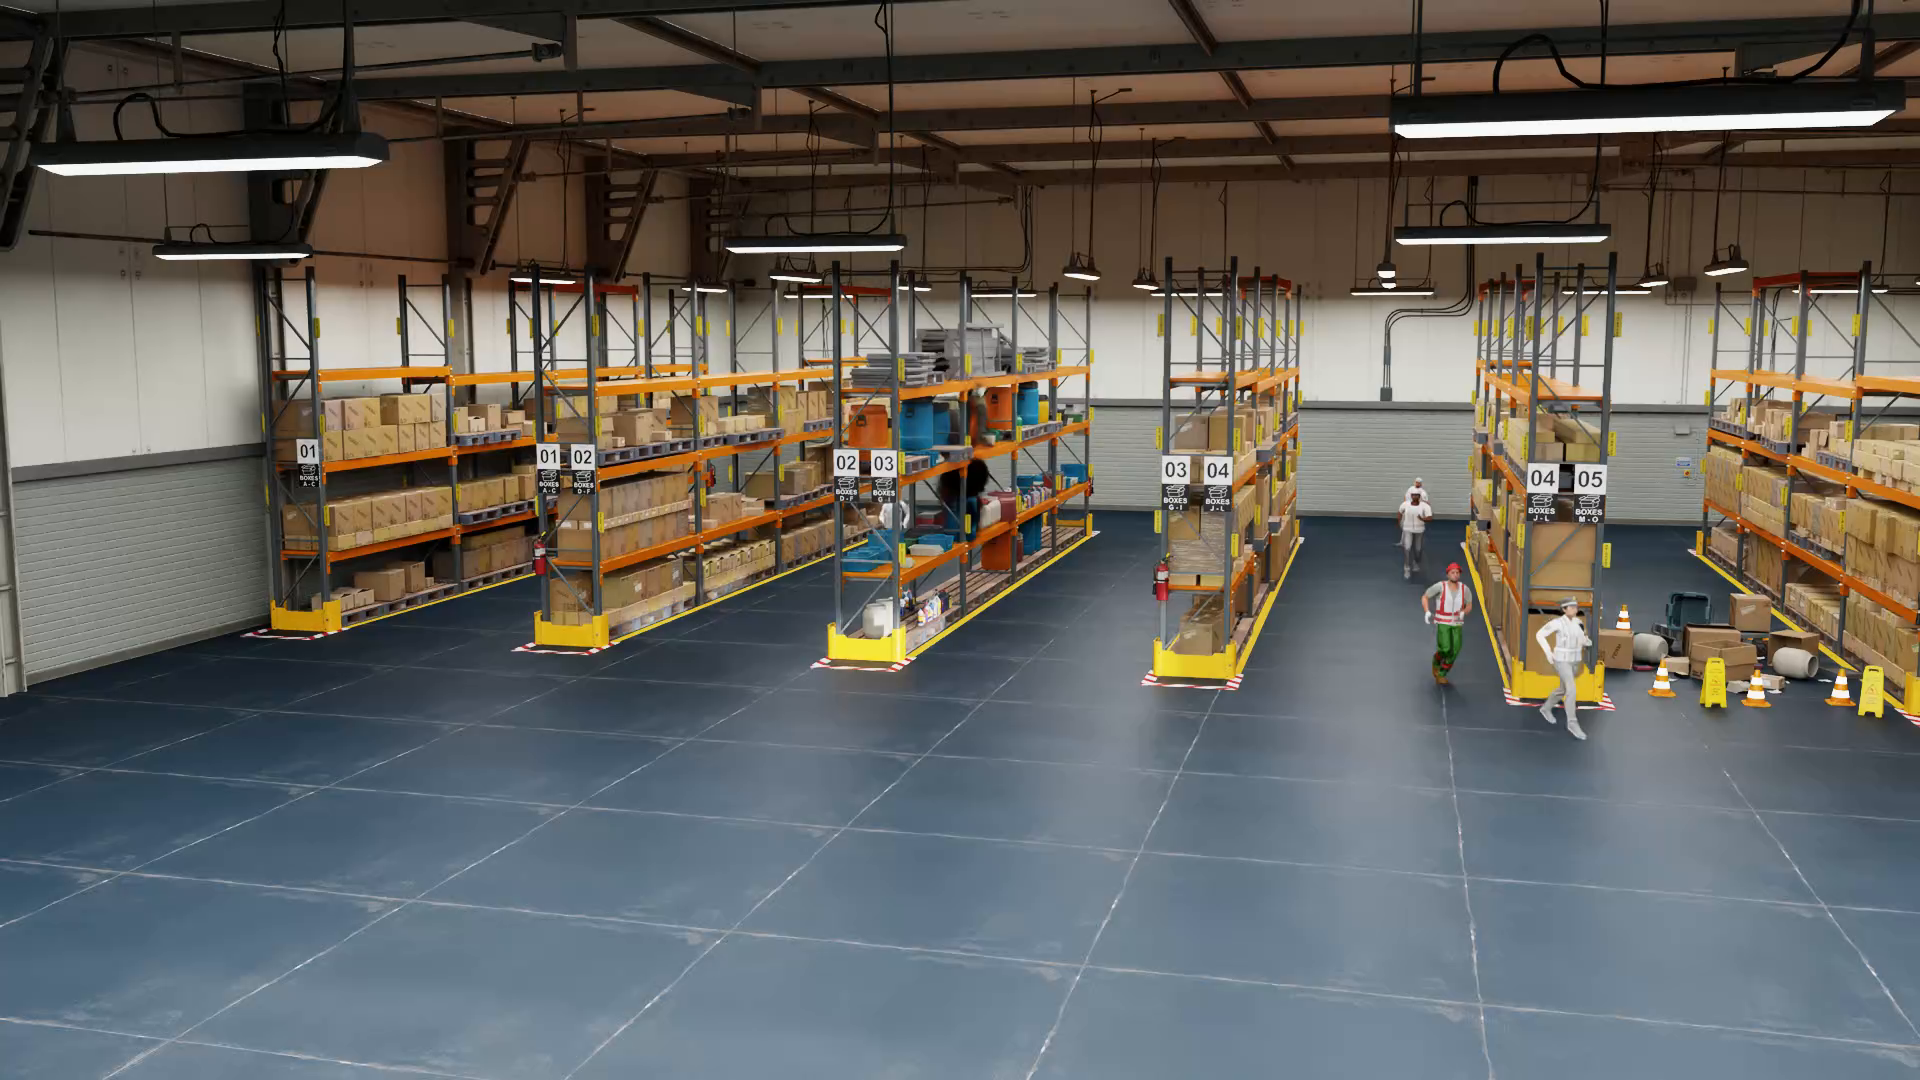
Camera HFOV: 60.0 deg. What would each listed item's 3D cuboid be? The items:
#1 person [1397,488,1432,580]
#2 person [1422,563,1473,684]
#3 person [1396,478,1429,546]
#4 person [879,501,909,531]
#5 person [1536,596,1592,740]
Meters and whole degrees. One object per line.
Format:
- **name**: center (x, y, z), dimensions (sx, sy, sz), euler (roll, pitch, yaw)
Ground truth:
- **person**: center (9.188, -0.152, 33.650), dimensions (0.685, 1.809, 0.868), euler (2, 8, 17)
- **person**: center (6.874, 1.181, 23.363), dimensions (0.670, 1.719, 0.550), euler (-1, 7, -6)
- **person**: center (10.471, -0.653, 38.416), dimensions (0.647, 1.592, 0.708), euler (-6, 9, -37)
- **person**: center (-1.264, -0.197, 32.058), dimensions (0.618, 1.674, 0.806), euler (1, 7, 9)
- **person**: center (7.530, 1.538, 20.663), dimensions (0.593, 1.729, 0.854), euler (-4, 8, -28)
